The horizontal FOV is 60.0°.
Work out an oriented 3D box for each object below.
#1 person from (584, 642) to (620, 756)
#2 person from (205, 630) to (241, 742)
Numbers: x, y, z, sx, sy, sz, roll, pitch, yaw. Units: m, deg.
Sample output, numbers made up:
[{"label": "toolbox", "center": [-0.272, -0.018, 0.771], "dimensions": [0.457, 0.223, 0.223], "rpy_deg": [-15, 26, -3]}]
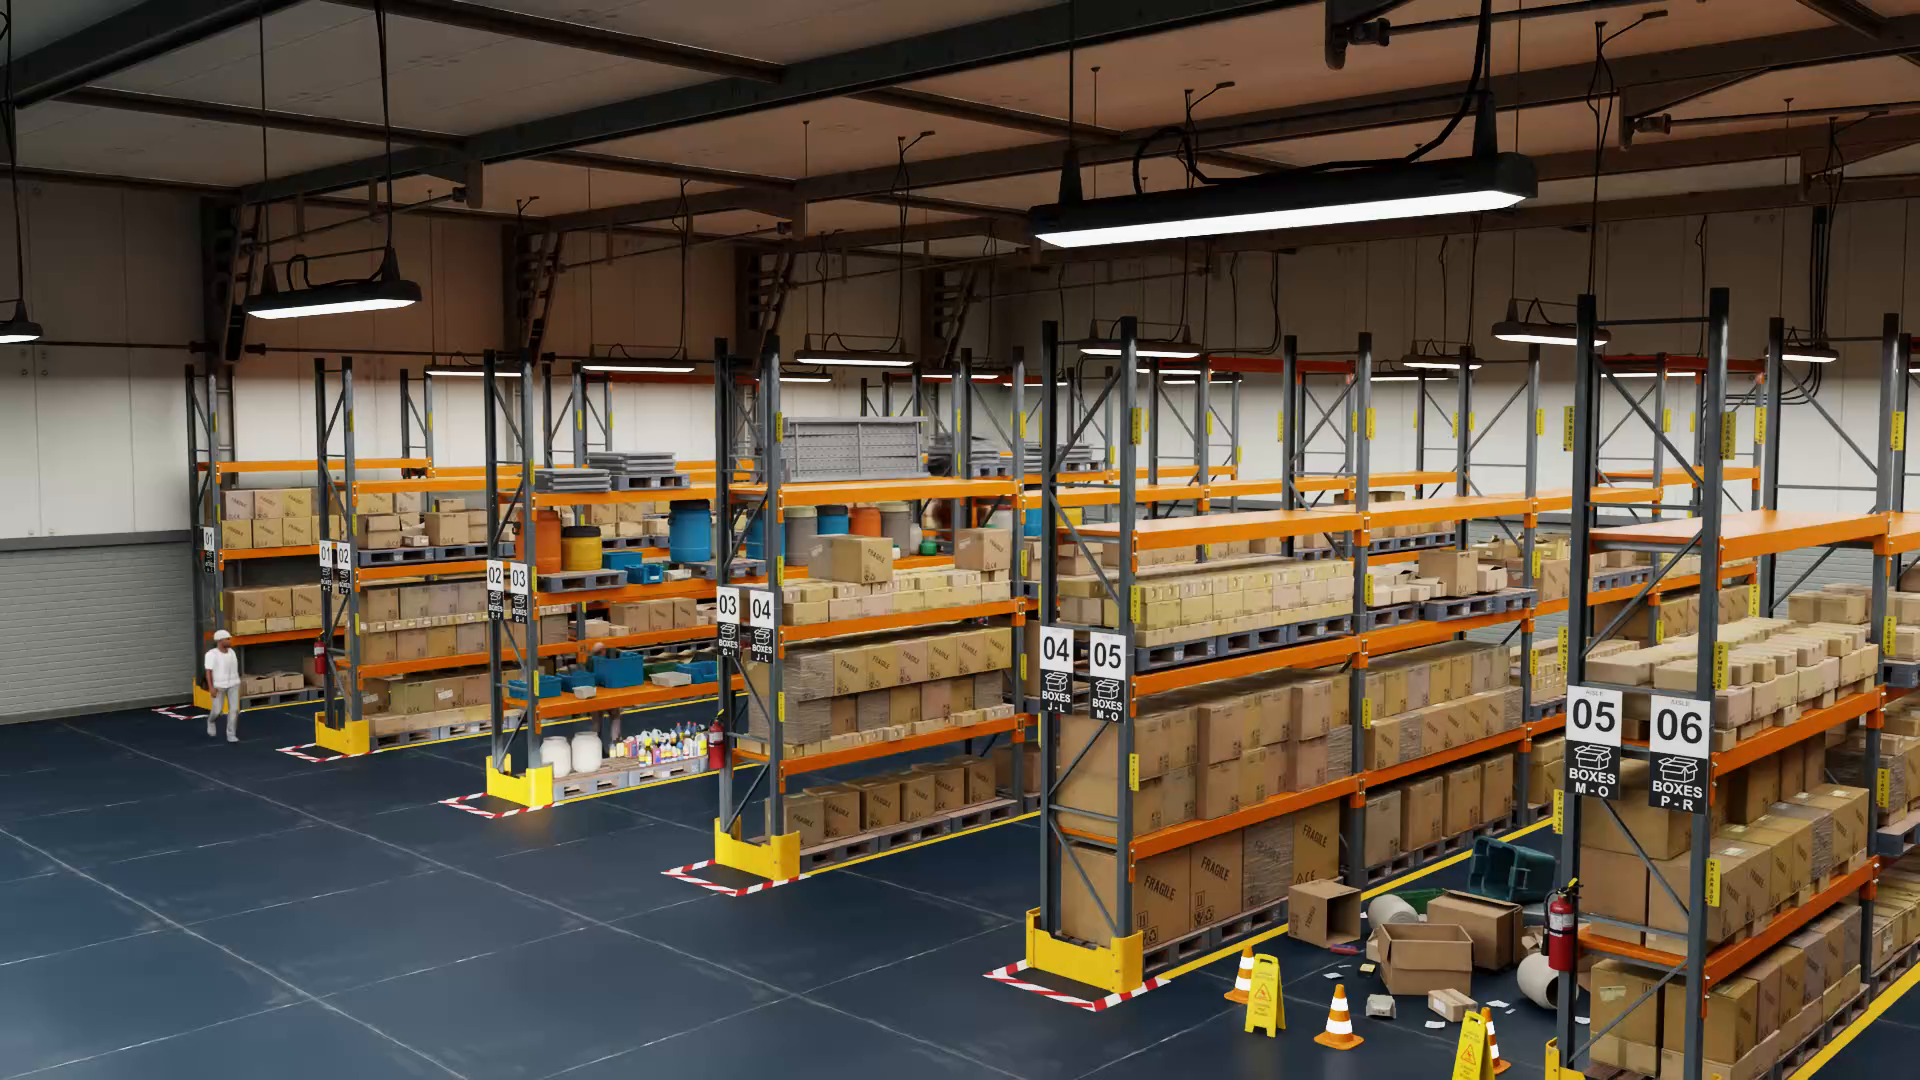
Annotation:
[{"label": "person", "center": [-5.378, 2.458, 24.992], "dimensions": [0.547, 1.710, 0.554], "rpy_deg": [0, 4, 6]}, {"label": "person", "center": [-11.567, 2.286, 26.093], "dimensions": [0.559, 1.746, 0.637], "rpy_deg": [-3, 6, -39]}]
